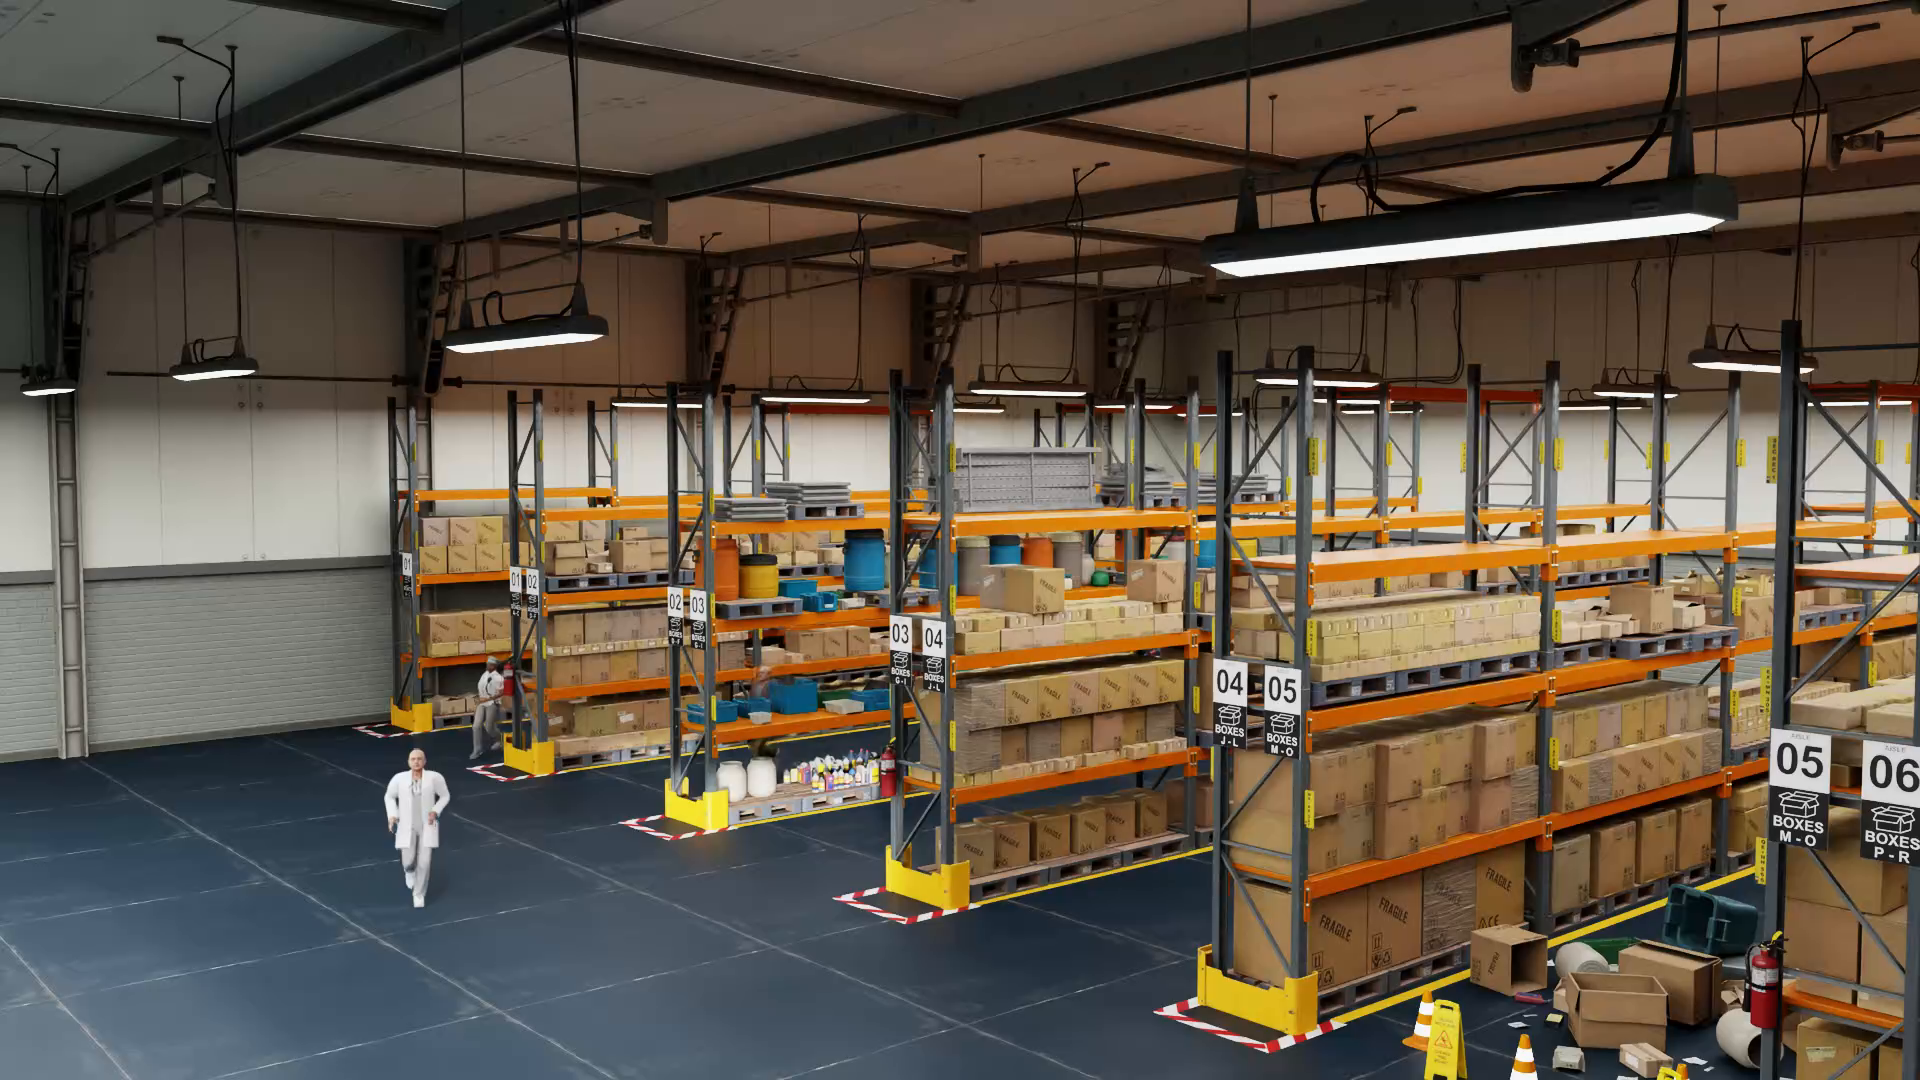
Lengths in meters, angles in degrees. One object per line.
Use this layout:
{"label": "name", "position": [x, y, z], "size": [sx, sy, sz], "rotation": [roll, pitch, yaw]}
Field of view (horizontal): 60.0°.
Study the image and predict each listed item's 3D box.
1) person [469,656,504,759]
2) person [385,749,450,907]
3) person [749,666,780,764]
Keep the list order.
{"label": "person", "position": [-7.717, 2.740, 27.431], "size": [0.599, 1.696, 0.783], "rotation": [2, 4, 29]}
{"label": "person", "position": [-6.094, 3.215, 18.691], "size": [0.709, 1.737, 0.640], "rotation": [-1, 3, -16]}
{"label": "person", "position": [-3.013, 2.798, 25.468], "size": [0.726, 1.745, 0.798], "rotation": [2, 4, 32]}
